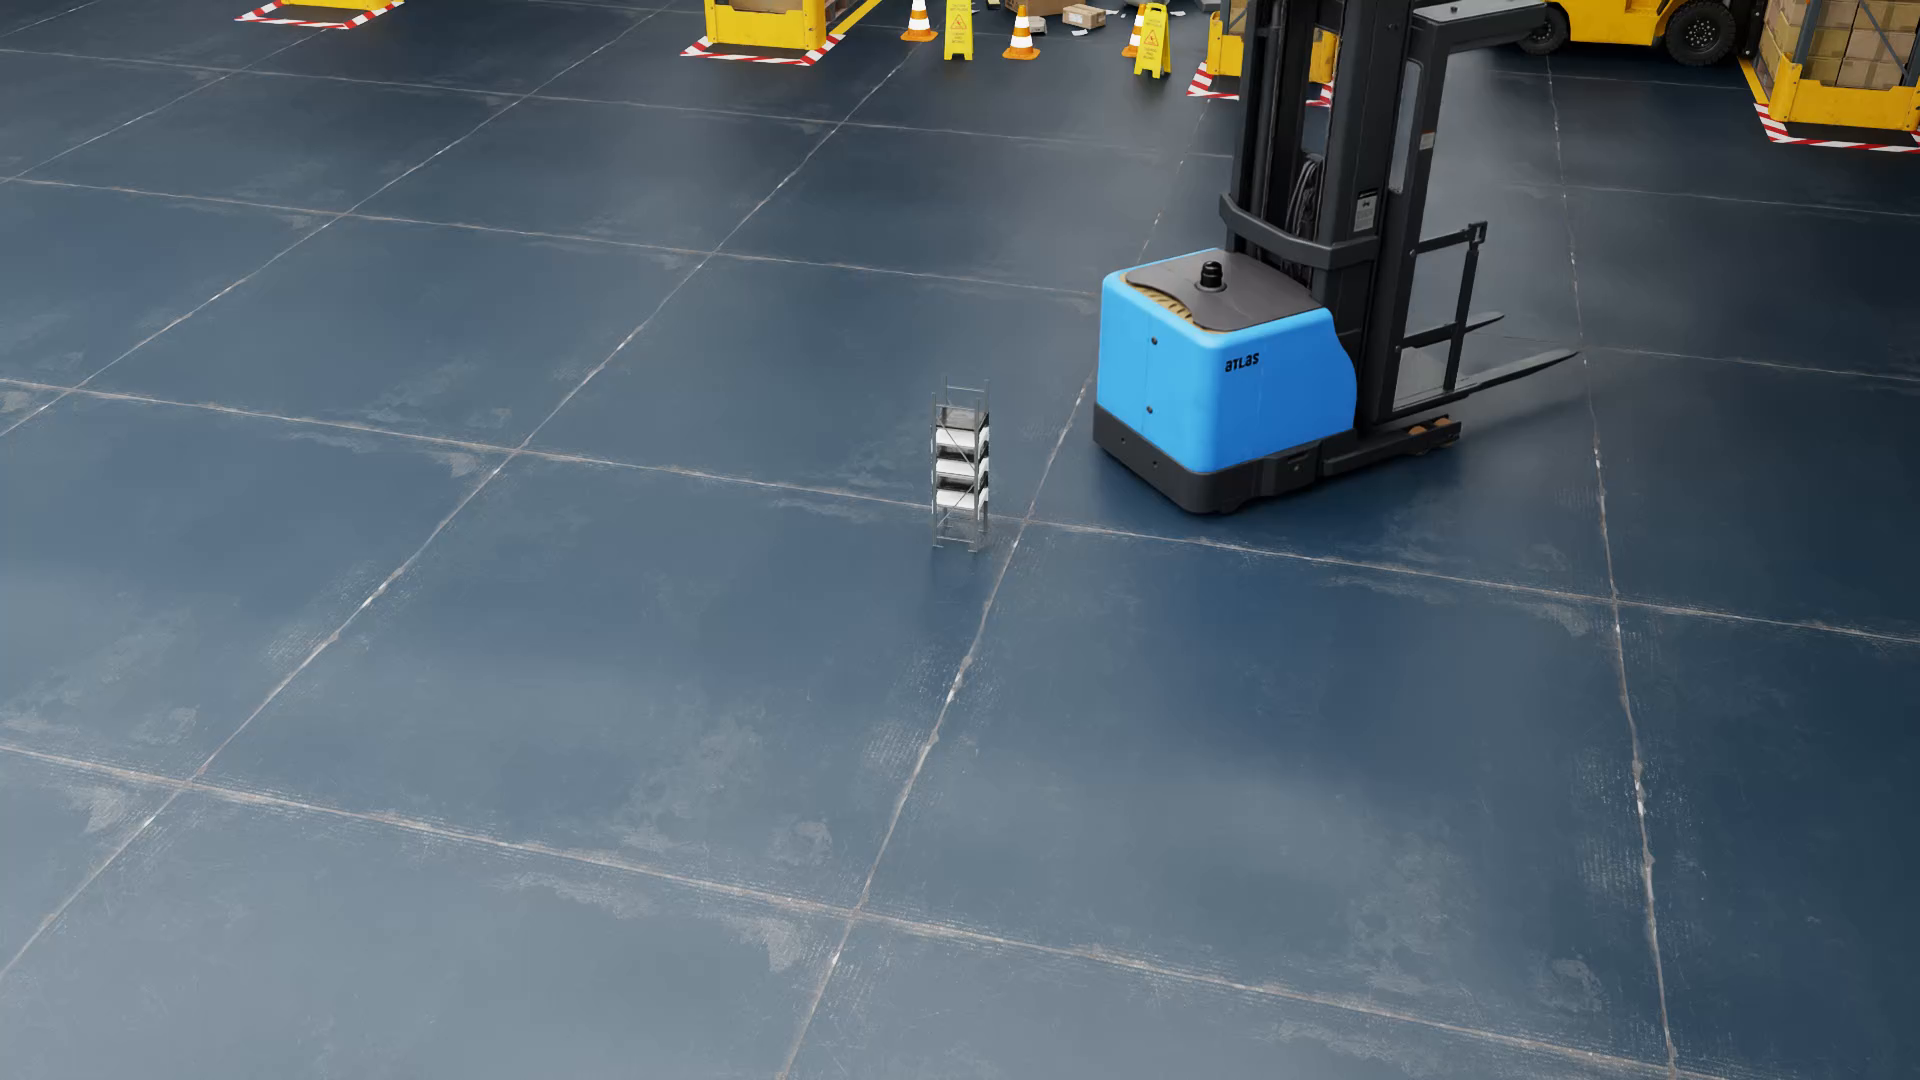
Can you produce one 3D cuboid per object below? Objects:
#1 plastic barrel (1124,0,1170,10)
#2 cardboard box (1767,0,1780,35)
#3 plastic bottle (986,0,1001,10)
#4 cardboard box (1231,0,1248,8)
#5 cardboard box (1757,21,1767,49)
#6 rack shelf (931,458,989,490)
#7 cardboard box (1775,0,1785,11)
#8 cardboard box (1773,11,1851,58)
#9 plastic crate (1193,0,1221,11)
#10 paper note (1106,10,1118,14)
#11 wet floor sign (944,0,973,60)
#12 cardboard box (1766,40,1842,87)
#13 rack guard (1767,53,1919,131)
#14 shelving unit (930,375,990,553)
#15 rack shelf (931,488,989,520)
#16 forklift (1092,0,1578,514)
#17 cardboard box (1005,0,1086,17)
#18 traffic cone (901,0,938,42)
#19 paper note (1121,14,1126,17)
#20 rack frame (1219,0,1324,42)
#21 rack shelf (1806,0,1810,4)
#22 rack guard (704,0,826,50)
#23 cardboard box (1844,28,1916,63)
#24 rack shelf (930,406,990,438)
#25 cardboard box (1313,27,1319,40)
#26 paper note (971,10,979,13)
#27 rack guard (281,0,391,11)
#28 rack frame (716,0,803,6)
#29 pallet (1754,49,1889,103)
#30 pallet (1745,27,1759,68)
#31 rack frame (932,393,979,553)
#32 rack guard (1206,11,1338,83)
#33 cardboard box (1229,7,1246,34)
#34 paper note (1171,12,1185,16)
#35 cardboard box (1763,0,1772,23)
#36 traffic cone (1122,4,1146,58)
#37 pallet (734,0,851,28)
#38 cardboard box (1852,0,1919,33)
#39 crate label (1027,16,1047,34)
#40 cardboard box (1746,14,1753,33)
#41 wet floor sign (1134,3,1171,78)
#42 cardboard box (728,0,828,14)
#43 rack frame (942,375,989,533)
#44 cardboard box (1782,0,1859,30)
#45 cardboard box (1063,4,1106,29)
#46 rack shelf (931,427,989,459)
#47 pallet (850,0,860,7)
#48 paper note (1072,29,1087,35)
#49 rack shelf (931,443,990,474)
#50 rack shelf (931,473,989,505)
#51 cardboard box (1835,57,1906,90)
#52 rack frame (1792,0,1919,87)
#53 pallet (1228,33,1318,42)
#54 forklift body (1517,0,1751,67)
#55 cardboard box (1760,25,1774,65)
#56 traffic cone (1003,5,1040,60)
[{"bbox_3d":[1.957,-5.811,17.496,0.421,0.421,0.512,-21,38,-29],"label":"plastic barrel"},{"bbox_3d":[7.658,-4.728,15.097,0.500,0.250,0.500,8,33,12],"label":"cardboard box"},{"bbox_3d":[0.350,-5.700,17.659,0.133,0.061,0.283,-3,33,-4],"label":"plastic bottle"},{"bbox_3d":[2.849,-5.405,15.928,0.500,0.500,0.500,8,33,13],"label":"cardboard box"},{"bbox_3d":[7.784,-4.765,15.621,0.500,0.250,0.500,8,33,13],"label":"cardboard box"},{"bbox_3d":[0.002,-0.356,8.533,0.258,0.077,0.200,8,33,12],"label":"rack shelf"},{"bbox_3d":[7.639,-4.932,14.952,0.500,0.250,0.500,9,33,13],"label":"cardboard box"},{"bbox_3d":[7.521,-4.469,14.690,0.500,0.250,0.500,8,33,12],"label":"cardboard box"},{"bbox_3d":[2.721,-5.761,17.737,0.402,0.080,0.583,-3,33,-4],"label":"plastic crate"},{"bbox_3d":[1.573,-5.544,17.454,0.148,0.019,0.142,20,38,29],"label":"paper note"},{"bbox_3d":[-0.008,-4.964,15.956,0.267,0.644,0.232,3,33,4],"label":"wet floor sign"},{"bbox_3d":[7.513,-4.250,14.811,0.500,0.250,0.500,8,33,13],"label":"cardboard box"},{"bbox_3d":[7.694,-3.879,14.386,1.175,0.500,0.348,8,33,12],"label":"rack guard"},{"bbox_3d":[0.002,-0.384,8.515,0.258,0.900,0.210,8,33,12],"label":"shelving unit"},{"bbox_3d":[0.002,-0.204,8.630,0.258,0.077,0.200,8,33,12],"label":"rack shelf"},{"bbox_3d":[2.293,-1.946,9.079,3.031,2.935,1.130,-17,36,-25],"label":"forklift"},{"bbox_3d":[0.894,-5.823,17.441,0.797,0.503,0.637,-14,35,-21],"label":"cardboard box"},{"bbox_3d":[-0.408,-5.253,16.582,0.336,0.463,0.334,8,33,12],"label":"traffic cone"},{"bbox_3d":[1.704,-5.470,17.344,0.032,0.001,0.123,8,33,12],"label":"paper note"},{"bbox_3d":[2.898,-5.620,14.795,1.000,3.000,0.127,8,33,12],"label":"rack frame"},{"bbox_3d":[8.207,-5.681,15.560,1.077,0.370,4.000,8,33,12],"label":"rack shelf"},{"bbox_3d":[-1.922,-5.174,16.423,1.175,0.500,0.348,8,33,12],"label":"rack guard"},{"bbox_3d":[8.020,-4.390,14.565,0.500,0.250,0.500,9,33,13],"label":"cardboard box"},{"bbox_3d":[0.002,-0.584,8.388,0.258,0.077,0.200,8,33,12],"label":"rack shelf"},{"bbox_3d":[3.370,-5.018,16.019,0.500,0.250,0.500,8,33,12],"label":"cardboard box"},{"bbox_3d":[0.113,-5.549,17.452,0.144,0.017,0.142,20,38,29],"label":"paper note"},{"bbox_3d":[-6.669,-5.954,17.650,1.175,0.500,0.348,8,33,12],"label":"rack guard"},{"bbox_3d":[-1.916,-6.242,15.772,1.000,3.000,0.127,8,33,12],"label":"rack frame"},{"bbox_3d":[7.853,-4.172,15.116,1.003,0.211,1.213,8,33,12],"label":"pallet"},{"bbox_3d":[8.165,-4.803,16.109,1.003,0.211,1.213,8,33,12],"label":"pallet"},{"bbox_3d":[-0.024,-0.331,8.432,0.240,0.900,0.006,8,33,12],"label":"rack frame"},{"bbox_3d":[2.917,-4.605,15.527,1.175,0.500,0.348,8,33,12],"label":"rack guard"},{"bbox_3d":[2.848,-5.106,16.157,0.500,0.250,0.500,8,33,12],"label":"cardboard box"},{"bbox_3d":[2.285,-5.513,17.394,0.142,0.019,0.148,-3,33,-4],"label":"paper note"},{"bbox_3d":[7.769,-4.999,15.523,0.500,0.250,0.500,7,33,11],"label":"cardboard box"},{"bbox_3d":[1.759,-4.948,16.103,0.336,0.463,0.334,8,33,12],"label":"traffic cone"},{"bbox_3d":[-1.789,-5.491,17.190,1.003,0.211,1.213,8,33,12],"label":"pallet"},{"bbox_3d":[8.005,-4.609,14.443,0.500,0.250,0.500,8,33,12],"label":"cardboard box"},{"bbox_3d":[0.738,-5.202,16.805,0.250,0.136,0.298,-8,33,-13],"label":"crate label"},{"bbox_3d":[7.894,-5.038,16.050,0.500,0.250,0.500,9,34,14],"label":"cardboard box"},{"bbox_3d":[1.814,-4.674,15.501,0.267,0.644,0.232,20,38,29],"label":"wet floor sign"},{"bbox_3d":[-1.808,-5.883,16.798,0.875,0.875,0.875,8,33,13],"label":"cardboard box"},{"bbox_3d":[0.028,-0.437,8.598,0.240,0.900,0.006,8,33,12],"label":"rack frame"},{"bbox_3d":[7.515,-4.667,14.534,0.500,0.250,0.500,9,34,14],"label":"cardboard box"},{"bbox_3d":[1.276,-5.372,17.062,0.380,0.149,0.250,28,42,36],"label":"cardboard box"},{"bbox_3d":[0.002,-0.508,8.437,0.258,0.077,0.200,8,33,12],"label":"rack shelf"},{"bbox_3d":[-1.477,-6.122,18.183,1.003,0.211,1.213,8,33,12],"label":"pallet"},{"bbox_3d":[1.212,-5.129,16.789,0.148,0.019,0.142,-3,33,-4],"label":"paper note"},{"bbox_3d":[0.002,-0.432,8.485,0.258,0.077,0.200,8,33,12],"label":"rack shelf"},{"bbox_3d":[0.002,-0.280,8.581,0.258,0.077,0.200,8,33,12],"label":"rack shelf"},{"bbox_3d":[8.013,-4.192,14.719,0.500,0.250,0.500,8,33,13],"label":"cardboard box"},{"bbox_3d":[7.700,-4.946,13.735,1.000,3.000,0.127,8,33,12],"label":"rack frame"},{"bbox_3d":[3.157,-4.900,16.261,1.003,0.211,1.213,8,33,12],"label":"pallet"},{"bbox_3d":[6.416,-5.821,15.901,2.313,2.155,1.214,8,33,12],"label":"forklift body"},{"bbox_3d":[7.649,-4.507,15.215,0.500,0.250,0.500,8,33,12],"label":"cardboard box"},{"bbox_3d":[0.599,-4.923,16.063,0.336,0.463,0.334,8,33,12],"label":"traffic cone"}]
